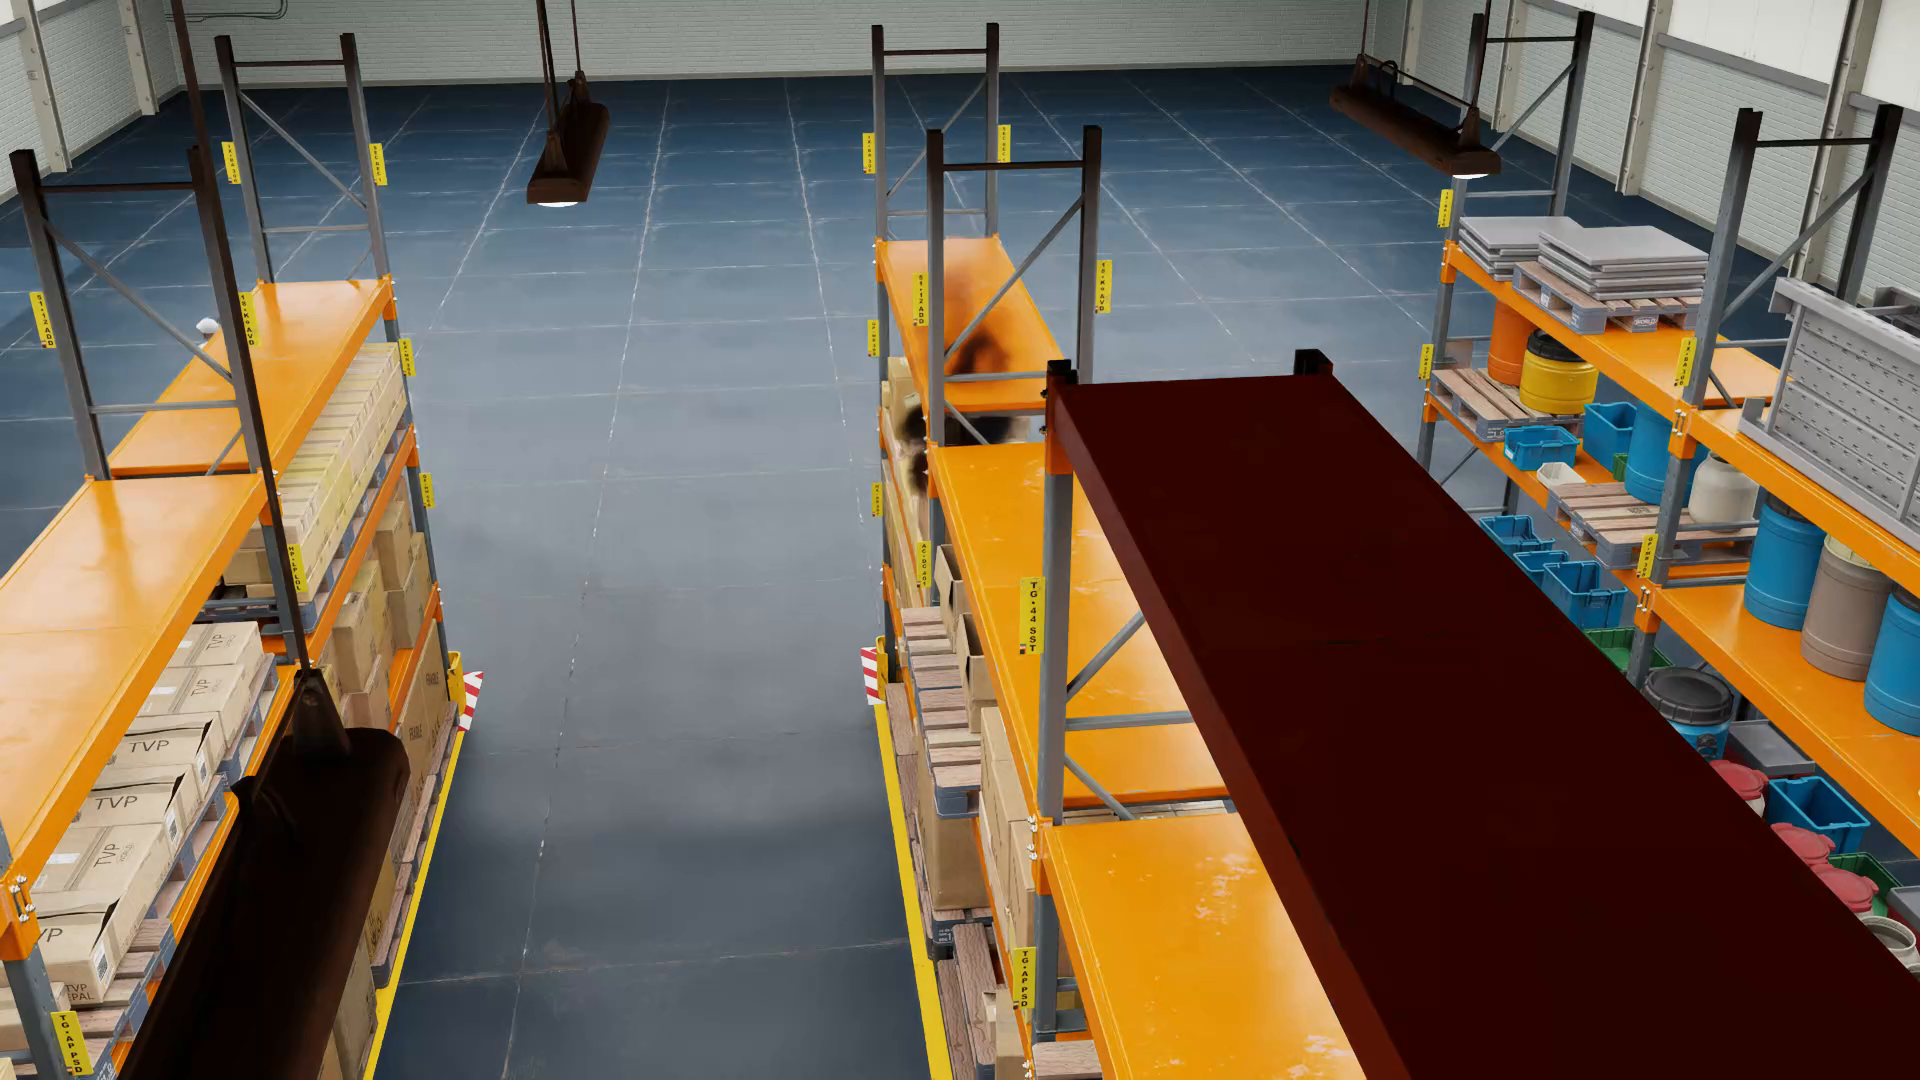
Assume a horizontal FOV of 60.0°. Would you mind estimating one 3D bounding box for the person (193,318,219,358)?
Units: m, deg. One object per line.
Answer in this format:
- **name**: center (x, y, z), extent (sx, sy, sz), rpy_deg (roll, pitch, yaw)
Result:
- **person**: center (-9.058, -1.870, 20.405), extent (0.924, 1.768, 0.699), rpy_deg (15, 29, 29)
